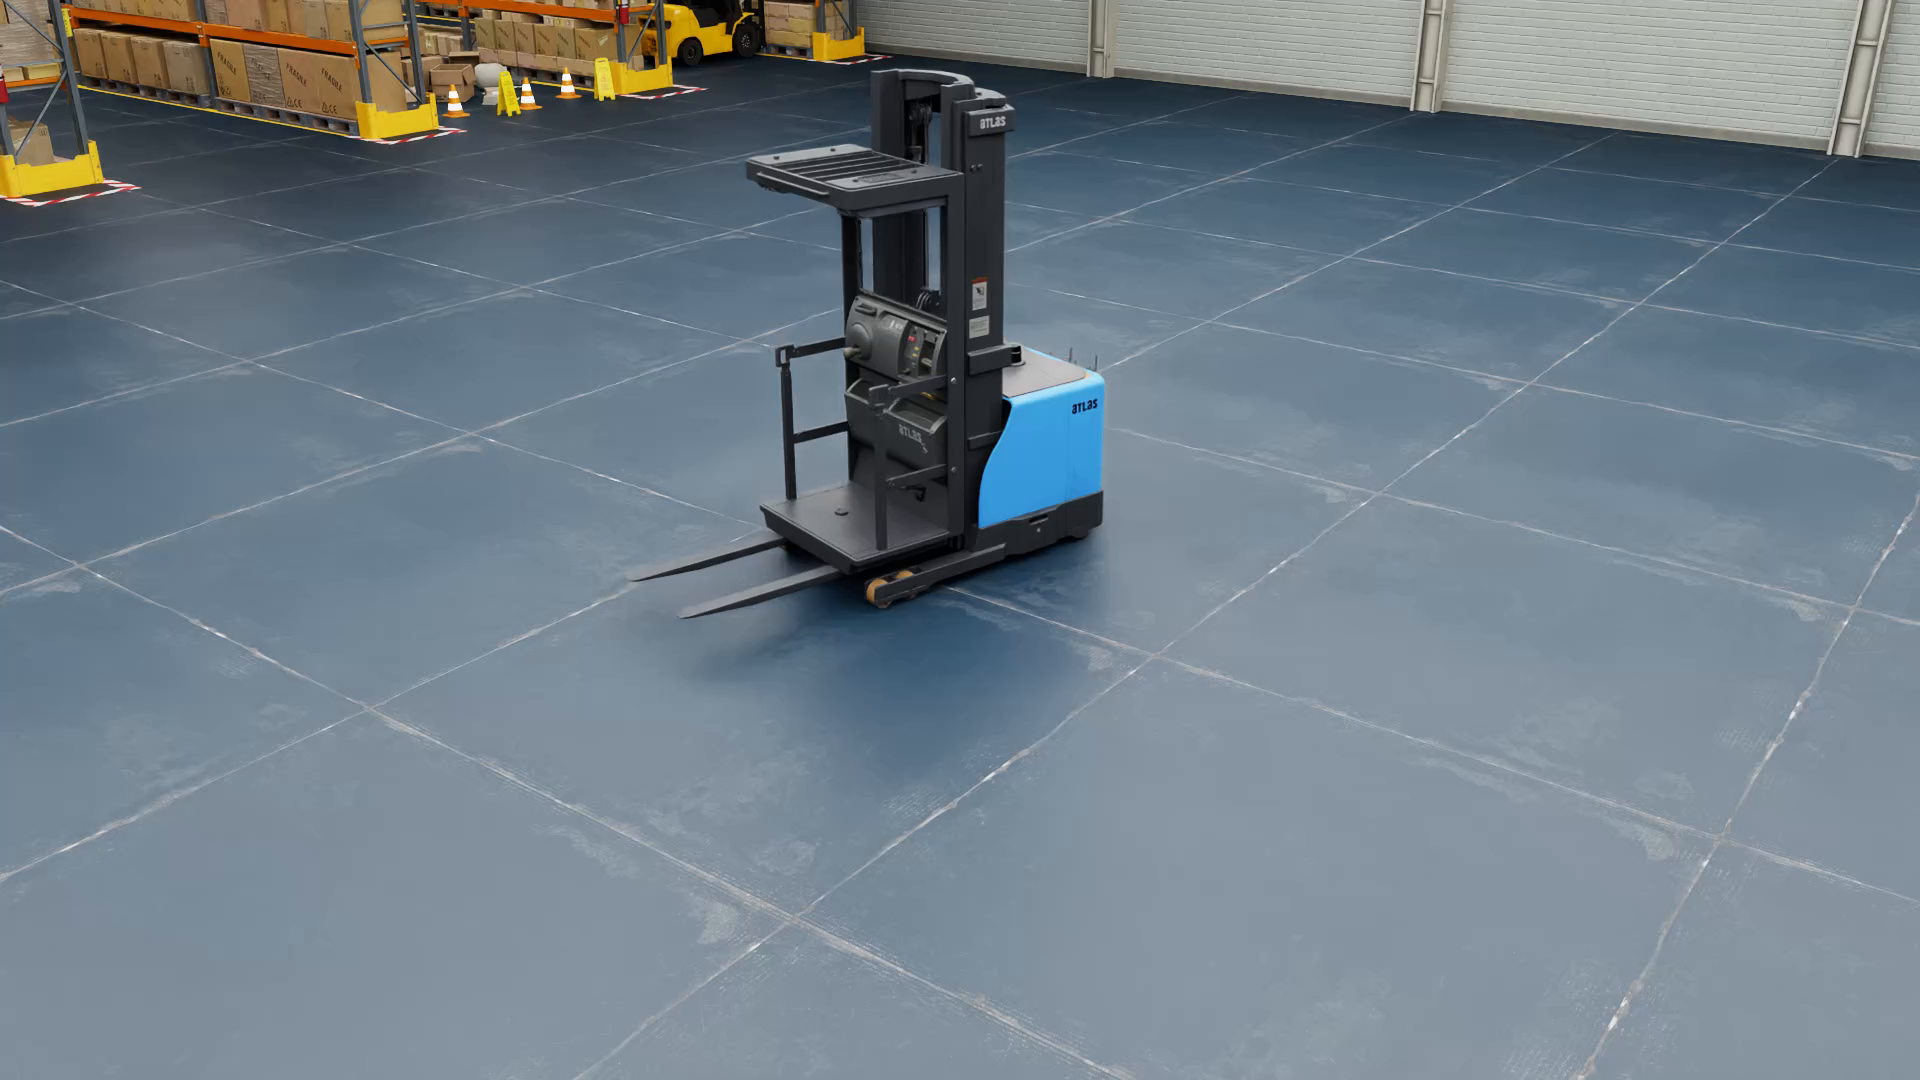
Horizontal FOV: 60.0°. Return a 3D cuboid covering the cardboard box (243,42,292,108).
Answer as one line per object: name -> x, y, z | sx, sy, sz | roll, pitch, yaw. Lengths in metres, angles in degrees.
cardboard box -> -10.185, -7.104, 25.268 | 0.875, 0.875, 0.875 | 17, 29, 34

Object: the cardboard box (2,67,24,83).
cardboard box -> -11.577, -5.620, 20.097 | 0.250, 0.149, 0.380 | 17, 29, 33

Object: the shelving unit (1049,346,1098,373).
shelving unit -> 0.734, -0.744, 11.128 | 0.215, 1.050, 0.252 | -16, 29, -36

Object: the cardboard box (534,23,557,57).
cardboard box -> -6.898, -8.566, 28.431 | 0.500, 0.500, 0.500 | 16, 28, 32

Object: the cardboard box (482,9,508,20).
cardboard box -> -8.108, -9.192, 29.047 | 0.250, 0.149, 0.380 | 17, 29, 34

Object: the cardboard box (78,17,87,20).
cardboard box -> -15.383, -9.002, 29.110 | 0.500, 0.250, 0.500 | 16, 29, 33

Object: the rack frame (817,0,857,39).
rack frame -> -2.308, -10.532, 30.934 | 0.127, 3.000, 1.000 | 17, 29, 33

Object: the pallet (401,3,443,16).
pallet -> -12.459, -12.324, 38.460 | 1.213, 0.211, 1.003 | 17, 29, 33

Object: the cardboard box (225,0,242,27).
cardboard box -> -10.614, -8.133, 25.303 | 0.550, 0.550, 0.875 | 17, 29, 33

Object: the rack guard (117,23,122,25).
rack guard -> -18.104, -11.661, 36.596 | 0.348, 0.500, 1.175 | 17, 29, 33

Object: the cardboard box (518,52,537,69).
cardboard box -> -7.312, -8.349, 28.867 | 0.500, 0.250, 0.500 | 16, 29, 33

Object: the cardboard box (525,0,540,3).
cardboard box -> -7.186, -9.238, 28.309 | 0.250, 0.149, 0.380 | 17, 29, 33

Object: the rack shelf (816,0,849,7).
rack shelf -> -3.908, -10.687, 32.177 | 4.000, 0.370, 1.077 | 17, 29, 33

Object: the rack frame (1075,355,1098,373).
rack frame -> 0.812, -0.706, 11.042 | 0.200, 1.050, 0.008 | -16, 29, -36

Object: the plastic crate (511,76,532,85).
plastic crate -> -7.718, -7.917, 28.619 | 0.583, 0.080, 0.402 | 7, 25, 15

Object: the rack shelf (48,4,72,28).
rack shelf -> -16.171, -9.398, 29.251 | 4.000, 0.370, 1.077 | 17, 29, 33

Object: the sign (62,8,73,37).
sign -> -10.900, -6.304, 20.264 | 0.005, 0.325, 0.100 | 17, 29, 33

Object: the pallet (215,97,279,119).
pallet -> -10.809, -6.791, 25.900 | 1.213, 0.211, 1.003 | 17, 29, 33

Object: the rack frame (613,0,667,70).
rack frame -> -5.281, -8.930, 27.298 | 0.127, 3.000, 1.000 | 17, 29, 33

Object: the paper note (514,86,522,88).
paper note -> -7.491, -7.667, 28.114 | 0.148, 0.019, 0.142 | 7, 25, 15

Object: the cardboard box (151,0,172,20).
cardboard box -> -12.352, -8.484, 26.160 | 0.500, 0.500, 0.500 | 16, 29, 33

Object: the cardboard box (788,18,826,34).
cardboard box -> -2.884, -9.712, 31.341 | 0.500, 0.250, 0.500 | 16, 29, 33

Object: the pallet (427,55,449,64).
pallet -> -9.106, -8.809, 30.481 | 1.213, 0.211, 1.003 | 17, 29, 33

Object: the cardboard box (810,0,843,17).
cardboard box -> -2.579, -10.101, 31.605 | 0.500, 0.250, 0.500 | 16, 29, 33

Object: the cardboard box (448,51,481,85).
cardboard box -> -8.441, -8.056, 28.412 | 0.500, 0.500, 0.500 | -5, 24, -12

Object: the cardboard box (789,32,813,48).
cardboard box -> -2.873, -9.478, 31.431 | 0.500, 0.250, 0.500 | 17, 29, 34

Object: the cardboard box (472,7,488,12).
cardboard box -> -10.418, -11.918, 36.658 | 0.500, 0.500, 0.500 | 16, 28, 31

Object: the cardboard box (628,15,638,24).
cardboard box -> -6.549, -10.918, 34.233 | 0.625, 0.625, 0.875 | 16, 29, 33

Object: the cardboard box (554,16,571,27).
cardboard box -> -6.612, -8.742, 28.027 | 0.250, 0.149, 0.380 | 17, 29, 34

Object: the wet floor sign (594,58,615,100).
wet floor sign -> -5.771, -7.461, 26.884 | 0.267, 0.644, 0.232 | -15, 28, -30

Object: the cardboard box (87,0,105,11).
cardboard box -> -13.965, -8.971, 27.267 | 0.500, 0.500, 0.500 | 17, 29, 33

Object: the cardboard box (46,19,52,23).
cardboard box -> -15.686, -8.834, 28.729 | 0.500, 0.250, 0.500 | 17, 29, 34

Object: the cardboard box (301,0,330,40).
cardboard box -> -8.947, -7.578, 24.043 | 0.550, 0.550, 0.875 | 17, 29, 33

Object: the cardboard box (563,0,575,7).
cardboard box -> -6.395, -8.983, 27.730 | 0.250, 0.149, 0.380 | 17, 29, 34

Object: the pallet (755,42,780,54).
pallet -> -3.917, -9.723, 32.556 | 1.213, 0.211, 1.003 | 17, 29, 33

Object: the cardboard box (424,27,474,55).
cardboard box -> -9.481, -9.186, 30.616 | 0.625, 0.372, 0.950 | 19, 30, 36

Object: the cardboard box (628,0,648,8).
cardboard box -> -5.429, -8.964, 27.686 | 0.250, 0.149, 0.380 | 17, 29, 33

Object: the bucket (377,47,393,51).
bucket -> -9.879, -8.184, 27.780 | 0.726, 0.611, 0.620 | -15, 18, -30

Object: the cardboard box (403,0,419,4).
cardboard box -> -12.532, -12.362, 38.101 | 0.250, 0.149, 0.380 | 16, 28, 32

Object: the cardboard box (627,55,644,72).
cardboard box -> -5.761, -8.148, 28.412 | 0.500, 0.250, 0.500 | 17, 29, 33

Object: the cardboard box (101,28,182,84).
cardboard box -> -13.436, -8.019, 27.499 | 0.750, 0.750, 1.050 | 17, 29, 34

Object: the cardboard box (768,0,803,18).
cardboard box -> -3.275, -10.056, 31.503 | 0.500, 0.250, 0.500 | 17, 29, 34

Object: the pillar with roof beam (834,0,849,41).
pillar with roof beam -> -4.906, -12.348, 27.614 | 0.400, 9.000, 9.100 | 17, 29, 33

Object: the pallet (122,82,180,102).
pallet -> -13.013, -7.457, 27.412 | 1.213, 0.211, 1.003 | 17, 29, 33

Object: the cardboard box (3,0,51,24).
cardboard box -> -11.502, -6.593, 20.260 | 0.500, 0.500, 0.500 | 17, 29, 33

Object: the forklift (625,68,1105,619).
forklift -> -0.550, -1.182, 9.797 | 3.031, 2.935, 1.130 | -17, 29, -34

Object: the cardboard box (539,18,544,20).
cardboard box -> -7.031, -8.872, 29.126 | 0.500, 0.500, 0.500 | 19, 30, 36
